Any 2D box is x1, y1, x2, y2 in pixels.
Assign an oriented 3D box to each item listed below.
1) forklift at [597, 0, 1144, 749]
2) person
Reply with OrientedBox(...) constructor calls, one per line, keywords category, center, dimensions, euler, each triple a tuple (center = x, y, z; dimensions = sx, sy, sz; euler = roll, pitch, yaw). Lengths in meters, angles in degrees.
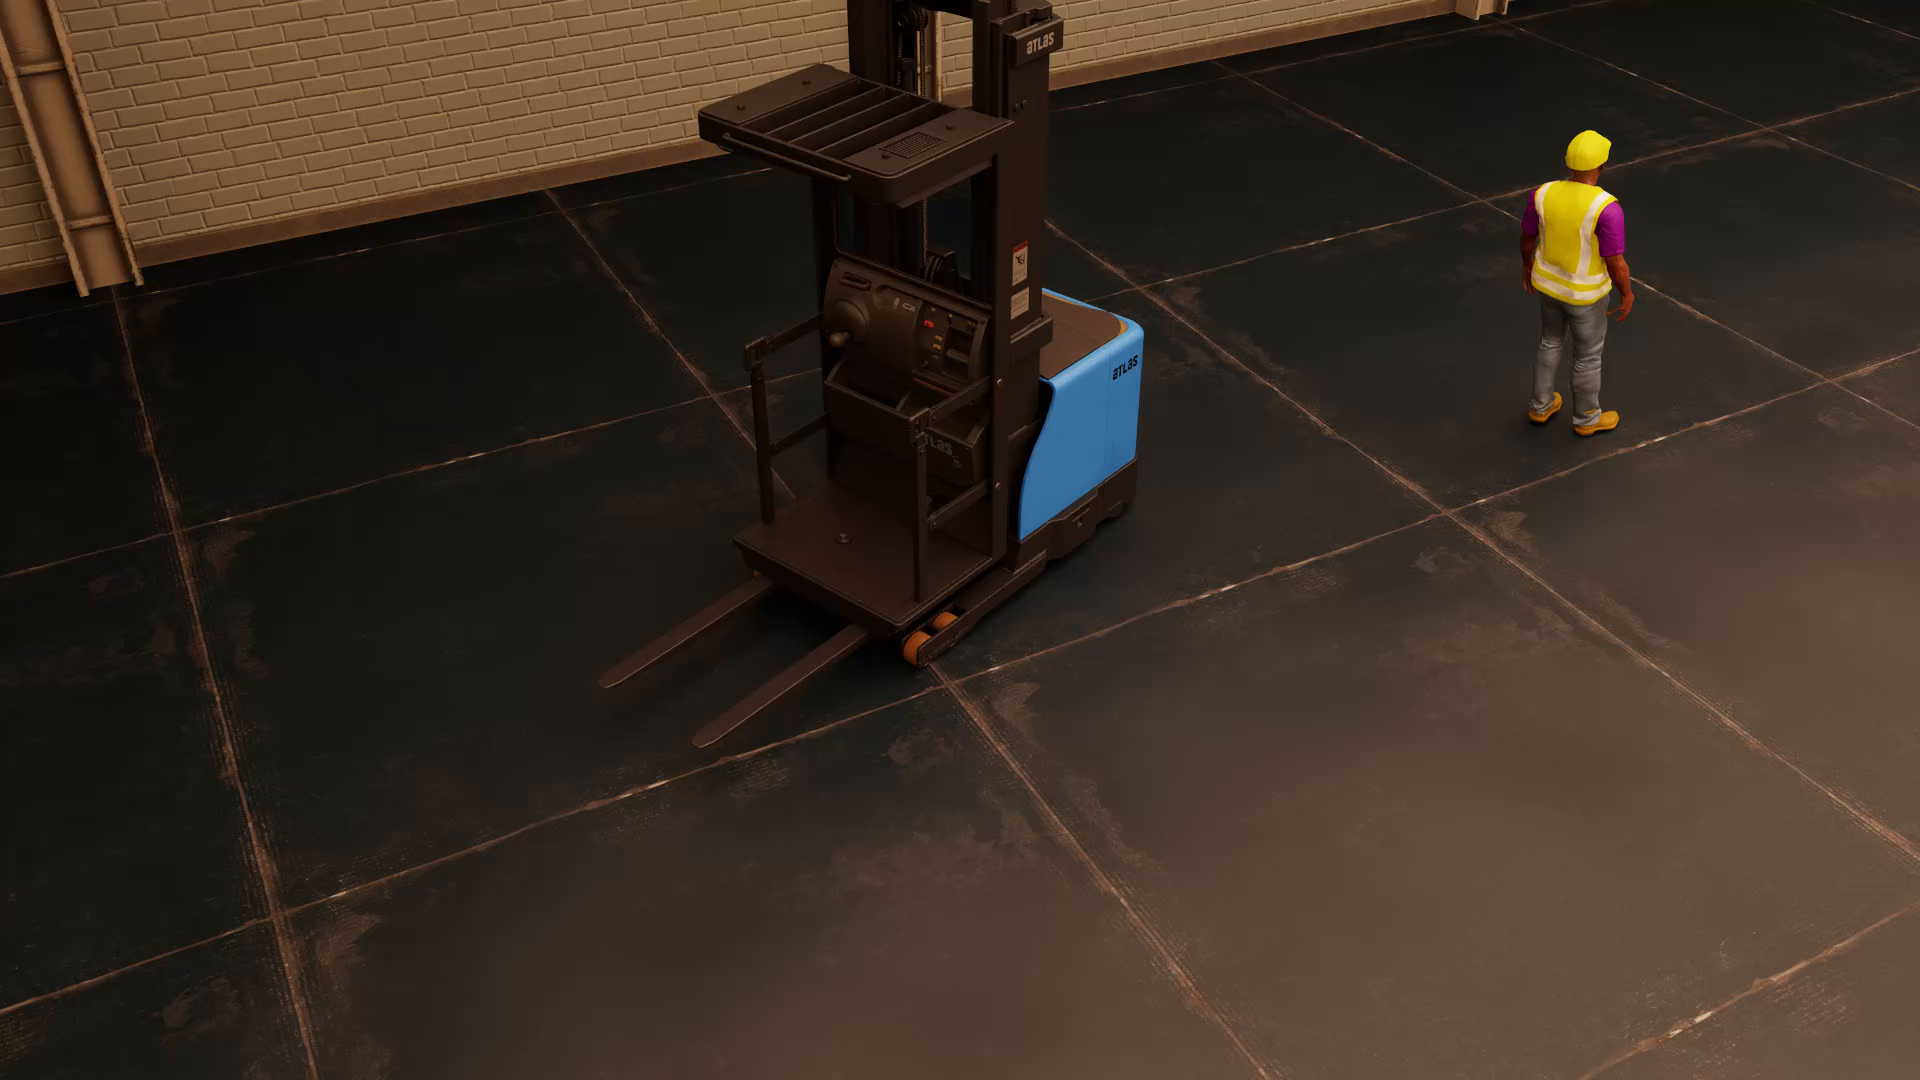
OrientedBox(category="forklift", center=(-0.390, -0.927, 7.434), dimensions=(1.130, 2.935, 3.031), euler=(26, 43, 31))
OrientedBox(category="person", center=(3.396, -1.419, 9.127), dimensions=(0.589, 1.762, 0.665), euler=(-27, 43, -32))
